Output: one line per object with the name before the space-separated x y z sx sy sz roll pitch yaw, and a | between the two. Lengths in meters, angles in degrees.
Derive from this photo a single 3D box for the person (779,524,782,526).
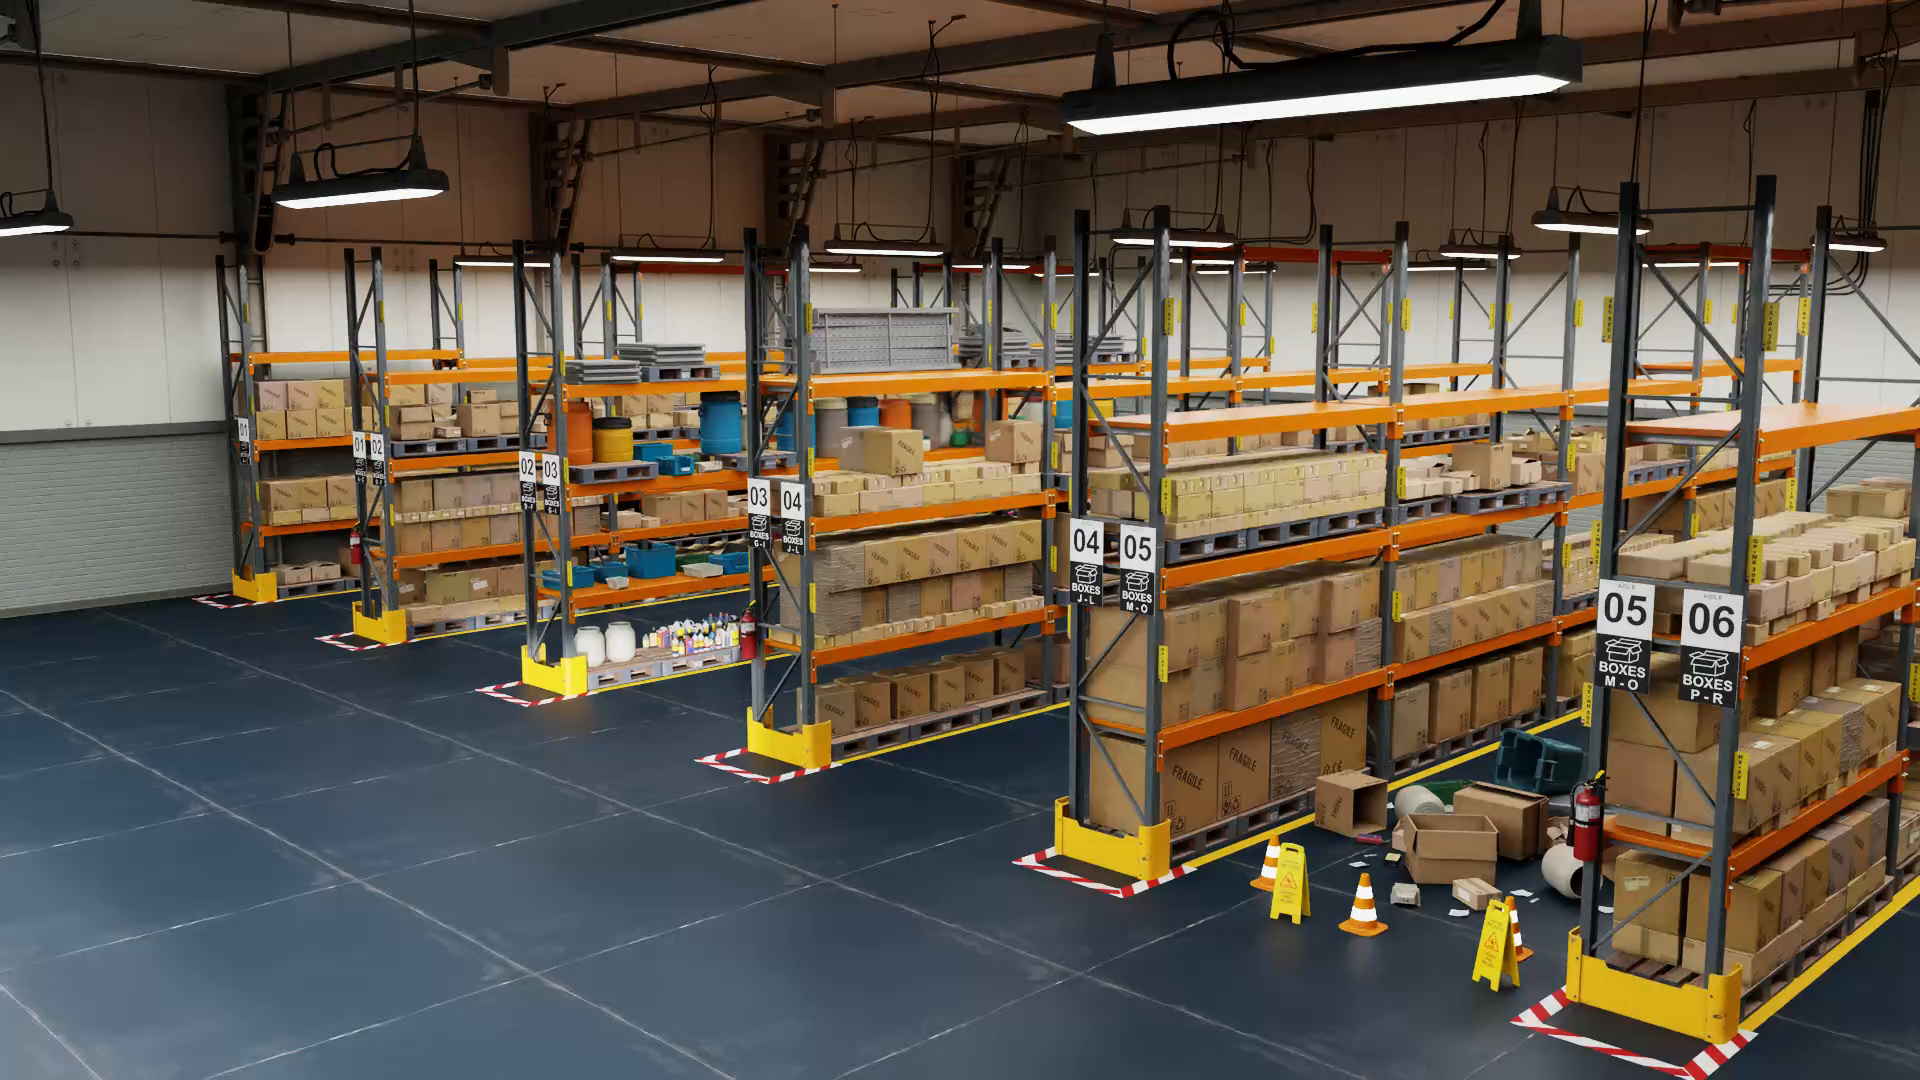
person | -3.541 -0.585 35.241 0.649 1.438 0.663 8 11 44
